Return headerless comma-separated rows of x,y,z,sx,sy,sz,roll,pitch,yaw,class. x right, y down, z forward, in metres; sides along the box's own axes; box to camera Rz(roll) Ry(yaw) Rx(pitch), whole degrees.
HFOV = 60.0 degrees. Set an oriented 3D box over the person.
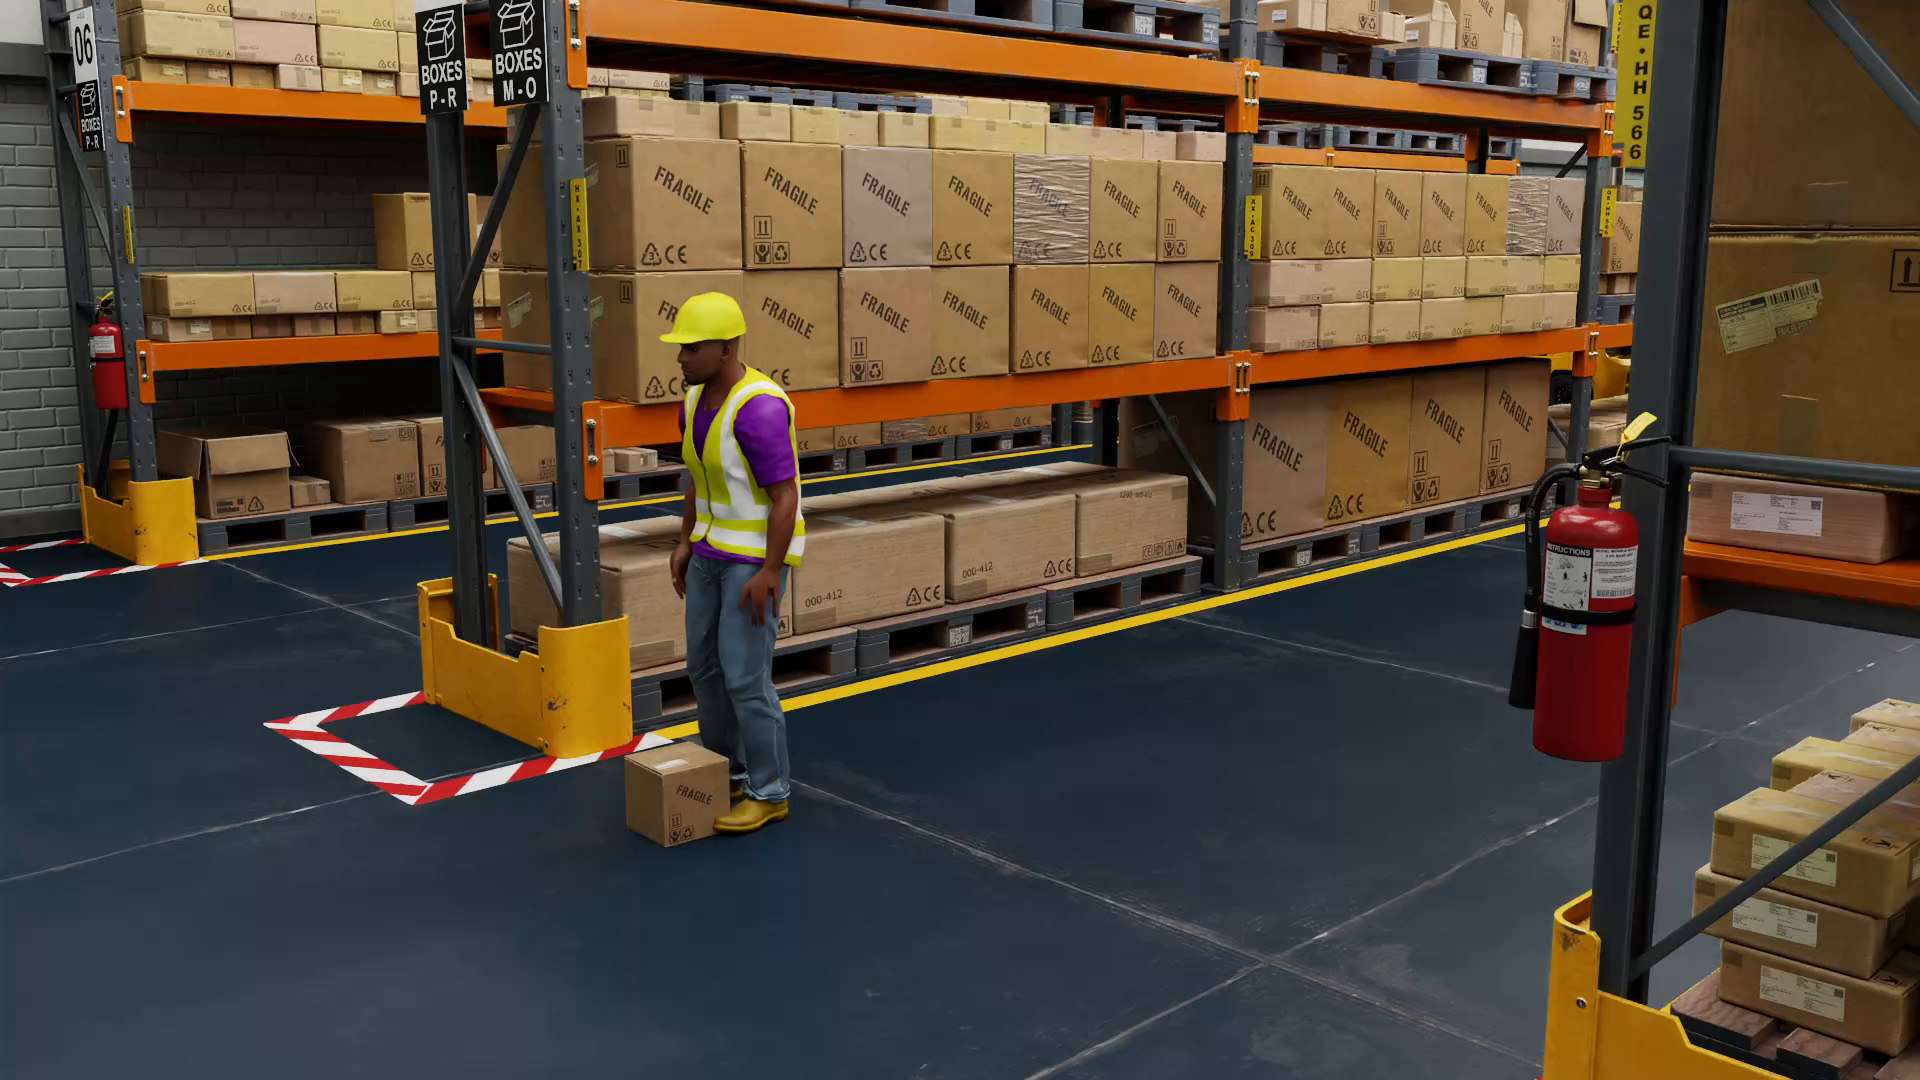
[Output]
-0.764,0.067,5.505,0.457,1.761,0.628,-8,13,-37,person
